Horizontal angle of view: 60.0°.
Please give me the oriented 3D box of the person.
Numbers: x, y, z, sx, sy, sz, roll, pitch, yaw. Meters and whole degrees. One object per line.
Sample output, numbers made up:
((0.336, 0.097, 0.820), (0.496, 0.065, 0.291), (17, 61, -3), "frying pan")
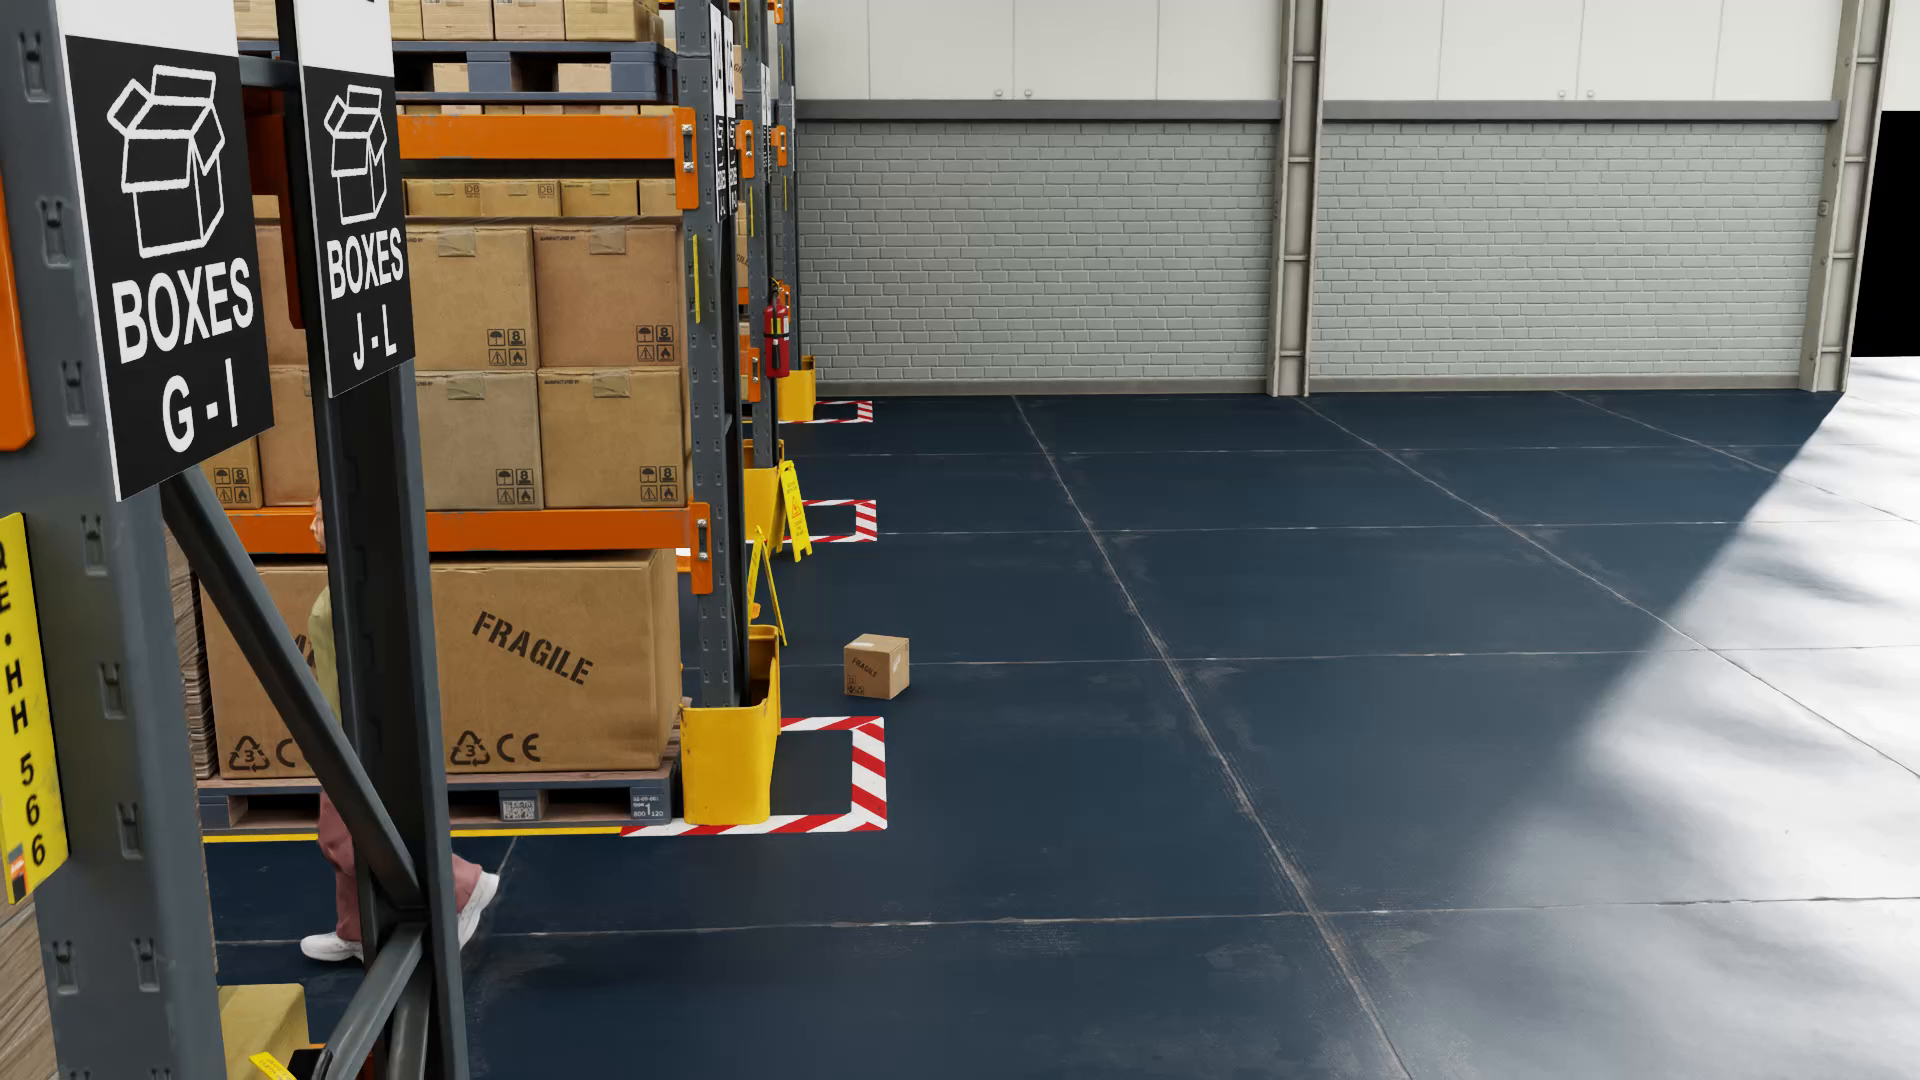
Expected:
((-1.879, 0.606, 5.431), (0.681, 1.653, 0.504), (-2, 14, -8), "person")
